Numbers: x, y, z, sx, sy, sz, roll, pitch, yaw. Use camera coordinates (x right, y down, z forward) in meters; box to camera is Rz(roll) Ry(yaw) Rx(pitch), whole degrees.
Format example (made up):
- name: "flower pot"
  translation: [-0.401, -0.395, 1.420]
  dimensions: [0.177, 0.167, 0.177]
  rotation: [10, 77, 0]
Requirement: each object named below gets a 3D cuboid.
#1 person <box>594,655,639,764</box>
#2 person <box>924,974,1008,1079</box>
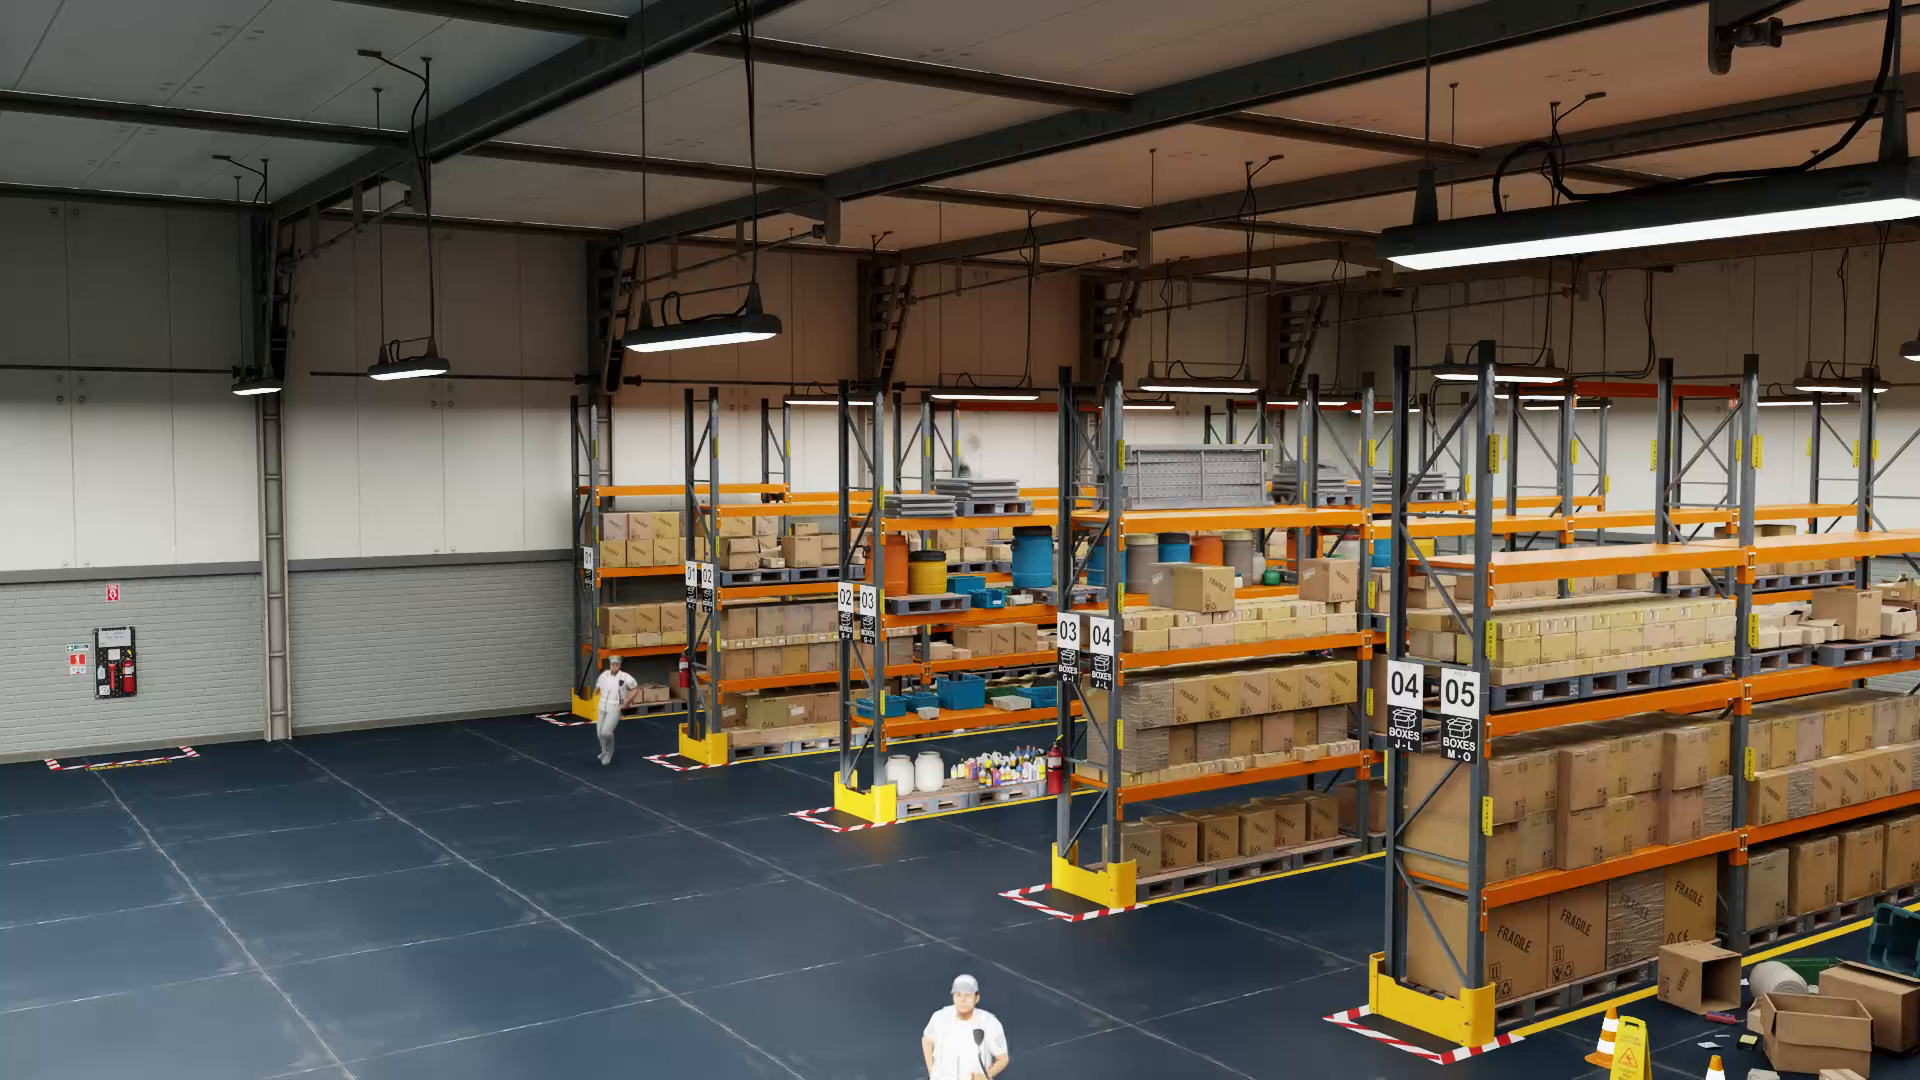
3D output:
- name: "person"
  translation: [-5.548, 2.706, 26.545]
  dimensions: [0.666, 1.761, 0.684]
  rotation: [1, 4, 18]
- name: "person"
  translation: [0.020, 3.680, 10.974]
  dimensions: [0.580, 1.636, 0.459]
  rotation: [1, 3, 10]
